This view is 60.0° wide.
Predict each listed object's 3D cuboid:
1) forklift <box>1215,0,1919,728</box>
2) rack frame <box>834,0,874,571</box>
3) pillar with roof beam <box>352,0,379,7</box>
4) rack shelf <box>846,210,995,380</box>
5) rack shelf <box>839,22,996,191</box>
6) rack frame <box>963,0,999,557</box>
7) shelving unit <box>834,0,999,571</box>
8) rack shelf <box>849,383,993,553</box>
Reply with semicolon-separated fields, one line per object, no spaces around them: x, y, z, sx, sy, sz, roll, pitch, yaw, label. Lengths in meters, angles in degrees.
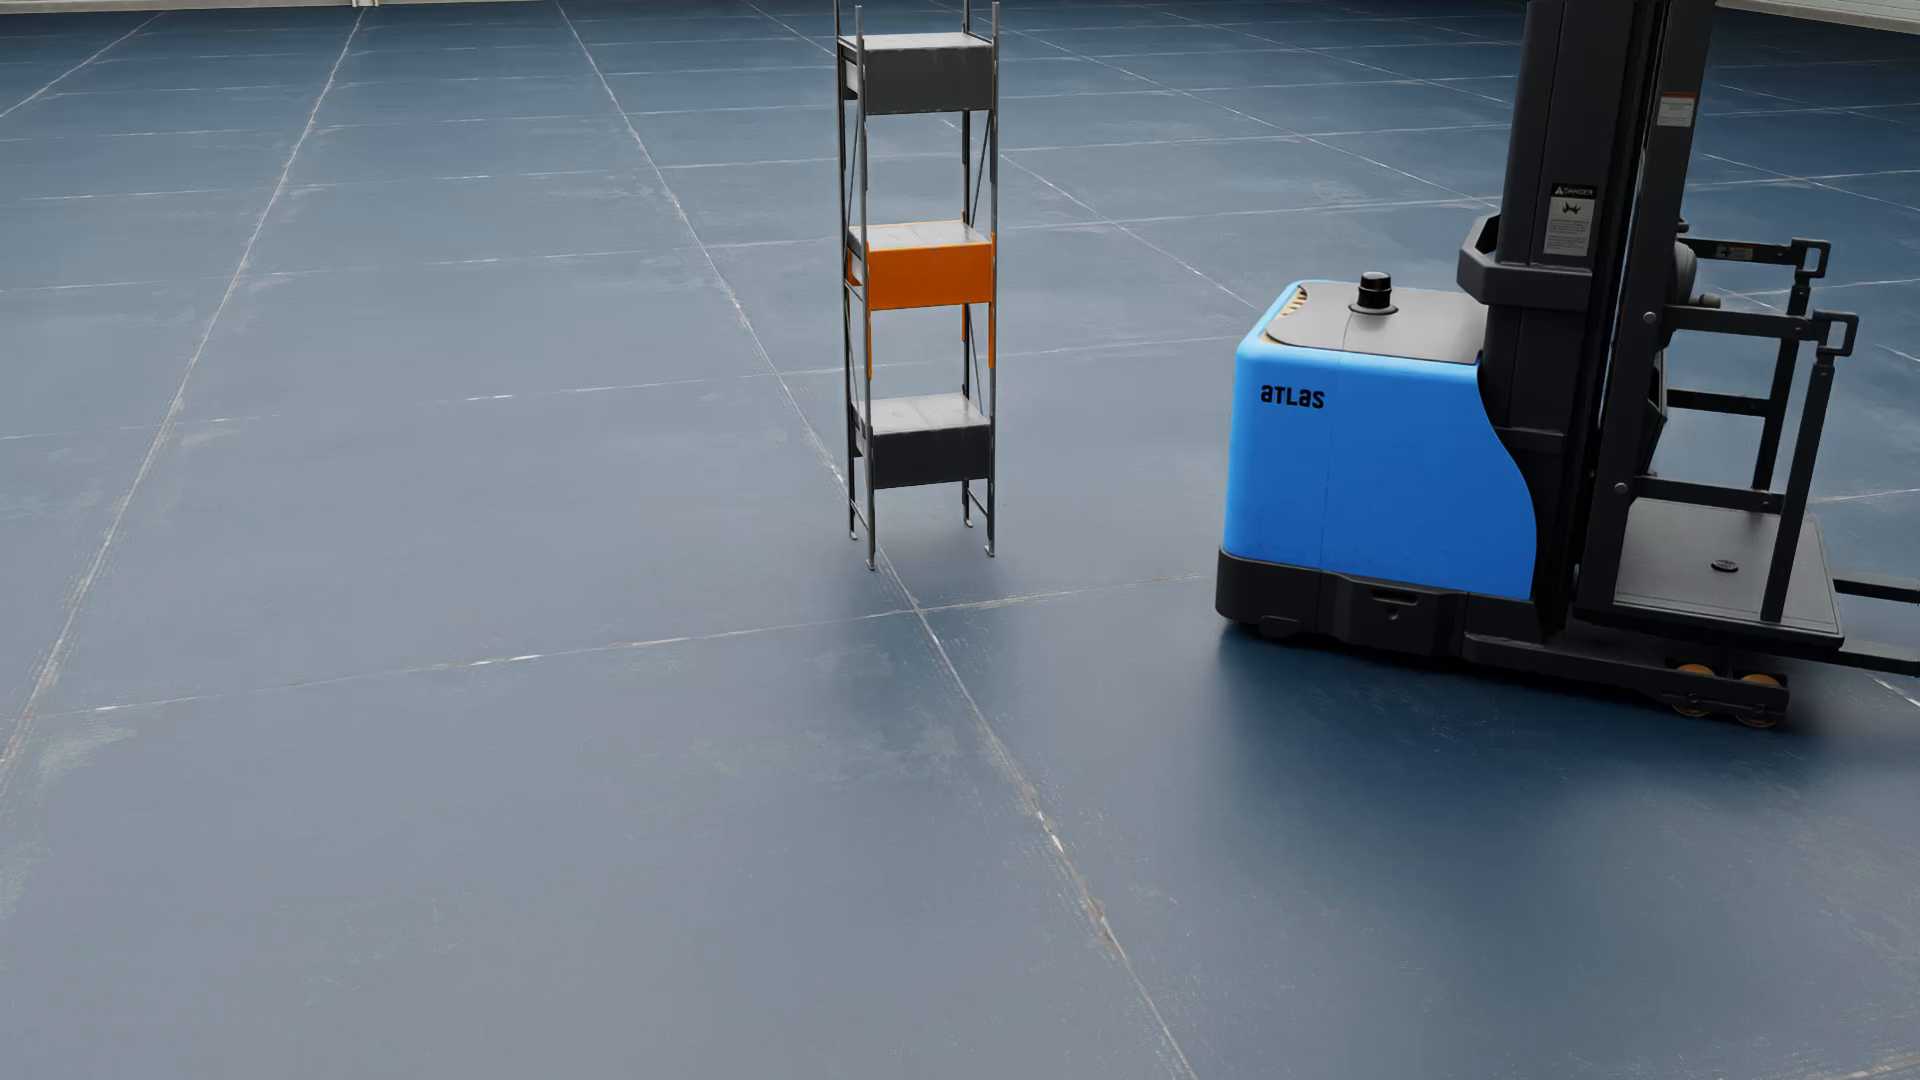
2.489;-0.982;5.321;3.031;2.935;1.130;9;25;20;forklift
-0.394;-0.921;6.234;0.015;2.100;0.400;-6;24;-14;rack frame
-8.450;-11.153;21.331;0.400;9.000;9.100;-6;24;-14;pillar with roof beam
-0.159;-0.935;6.300;0.480;0.518;0.431;-6;24;-14;rack shelf
-0.159;-1.578;6.024;0.480;0.518;0.431;-6;24;-14;rack shelf
0.076;-0.973;6.355;0.015;2.100;0.400;-6;24;-14;rack frame
-0.159;-0.947;6.295;0.503;2.100;0.431;-6;24;-14;shelving unit
-0.159;-0.291;6.576;0.480;0.518;0.431;-6;24;-14;rack shelf
